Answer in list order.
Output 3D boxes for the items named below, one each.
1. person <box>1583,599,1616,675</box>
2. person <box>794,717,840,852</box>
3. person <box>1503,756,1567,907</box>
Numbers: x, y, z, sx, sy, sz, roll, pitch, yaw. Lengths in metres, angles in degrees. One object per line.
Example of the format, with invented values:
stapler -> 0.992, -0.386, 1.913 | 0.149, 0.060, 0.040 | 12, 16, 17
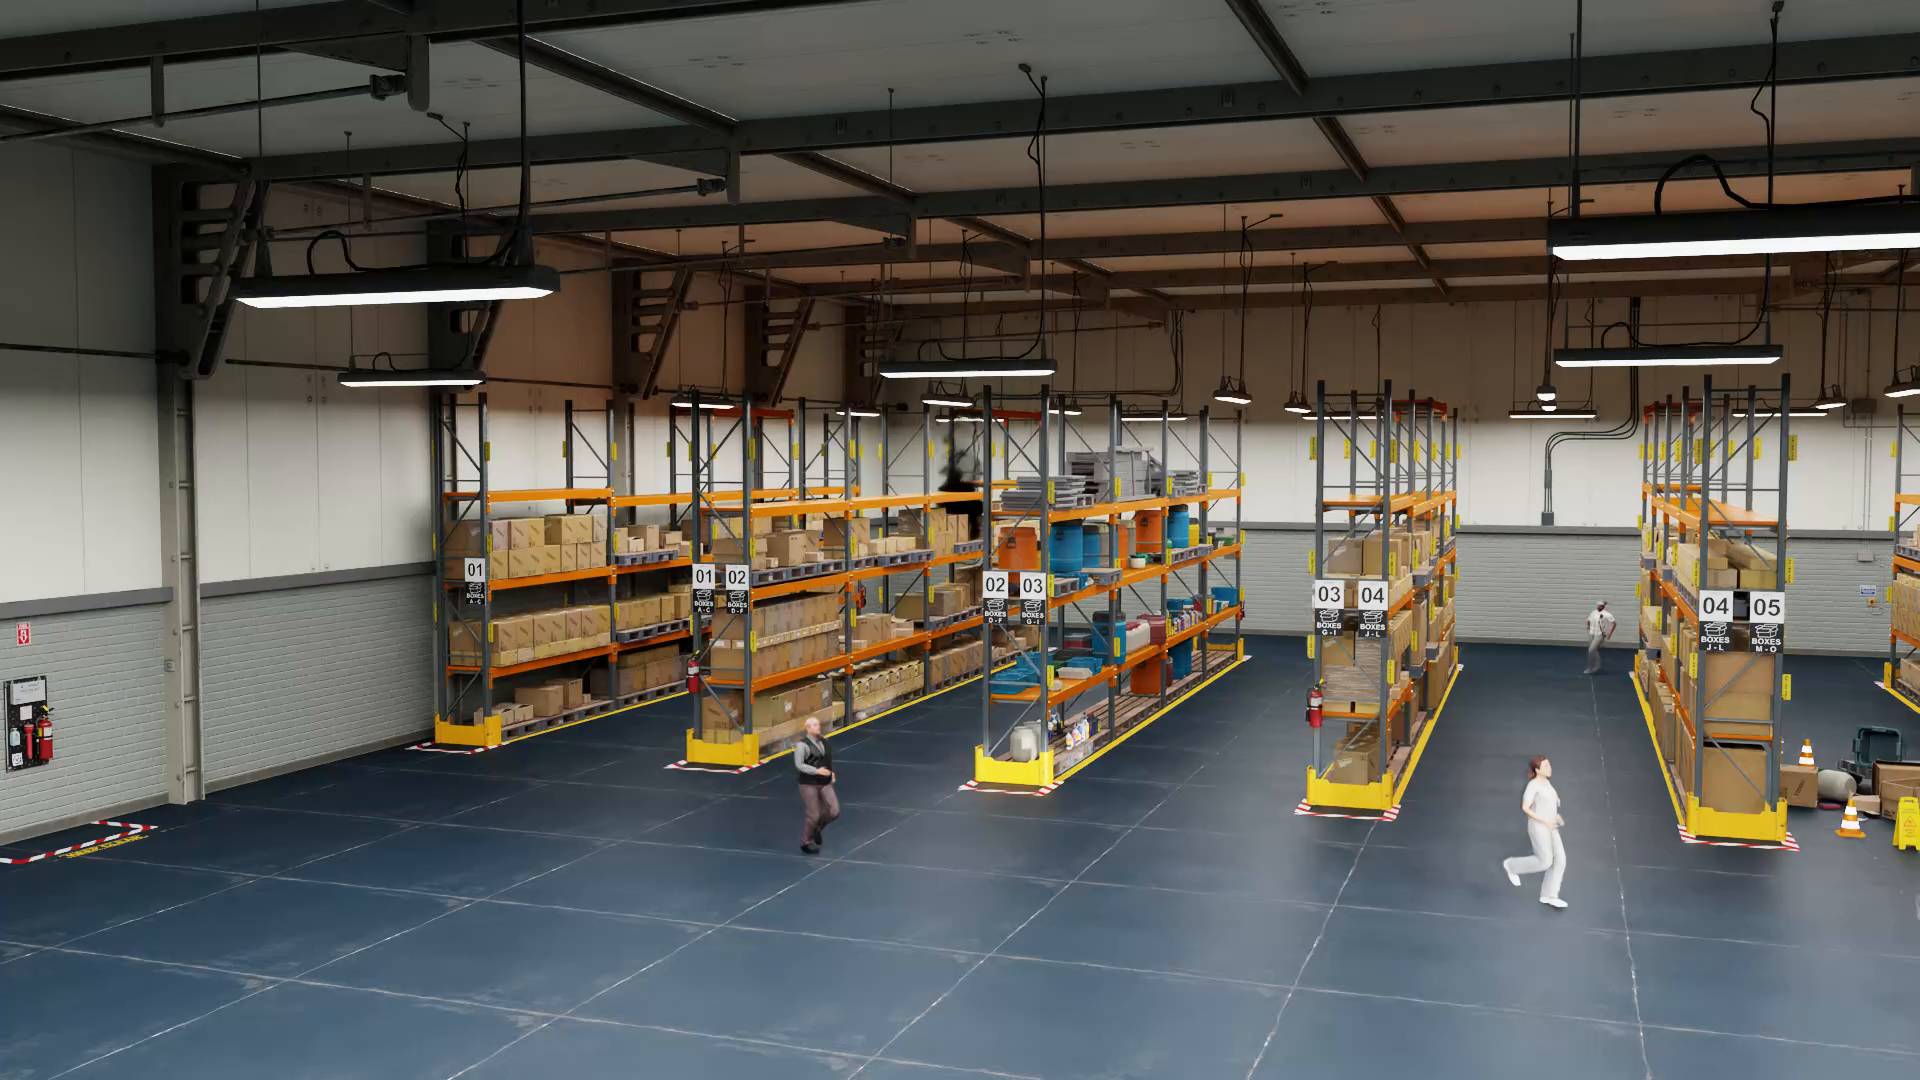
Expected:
person -> 14.379, 2.181, 37.423 | 0.704, 1.726, 0.640 | -2, 4, -31
person -> -1.755, 3.051, 20.706 | 0.592, 1.681, 0.633 | 3, 4, 44
person -> 6.424, 3.206, 18.471 | 0.565, 1.641, 0.731 | -3, 4, -43
